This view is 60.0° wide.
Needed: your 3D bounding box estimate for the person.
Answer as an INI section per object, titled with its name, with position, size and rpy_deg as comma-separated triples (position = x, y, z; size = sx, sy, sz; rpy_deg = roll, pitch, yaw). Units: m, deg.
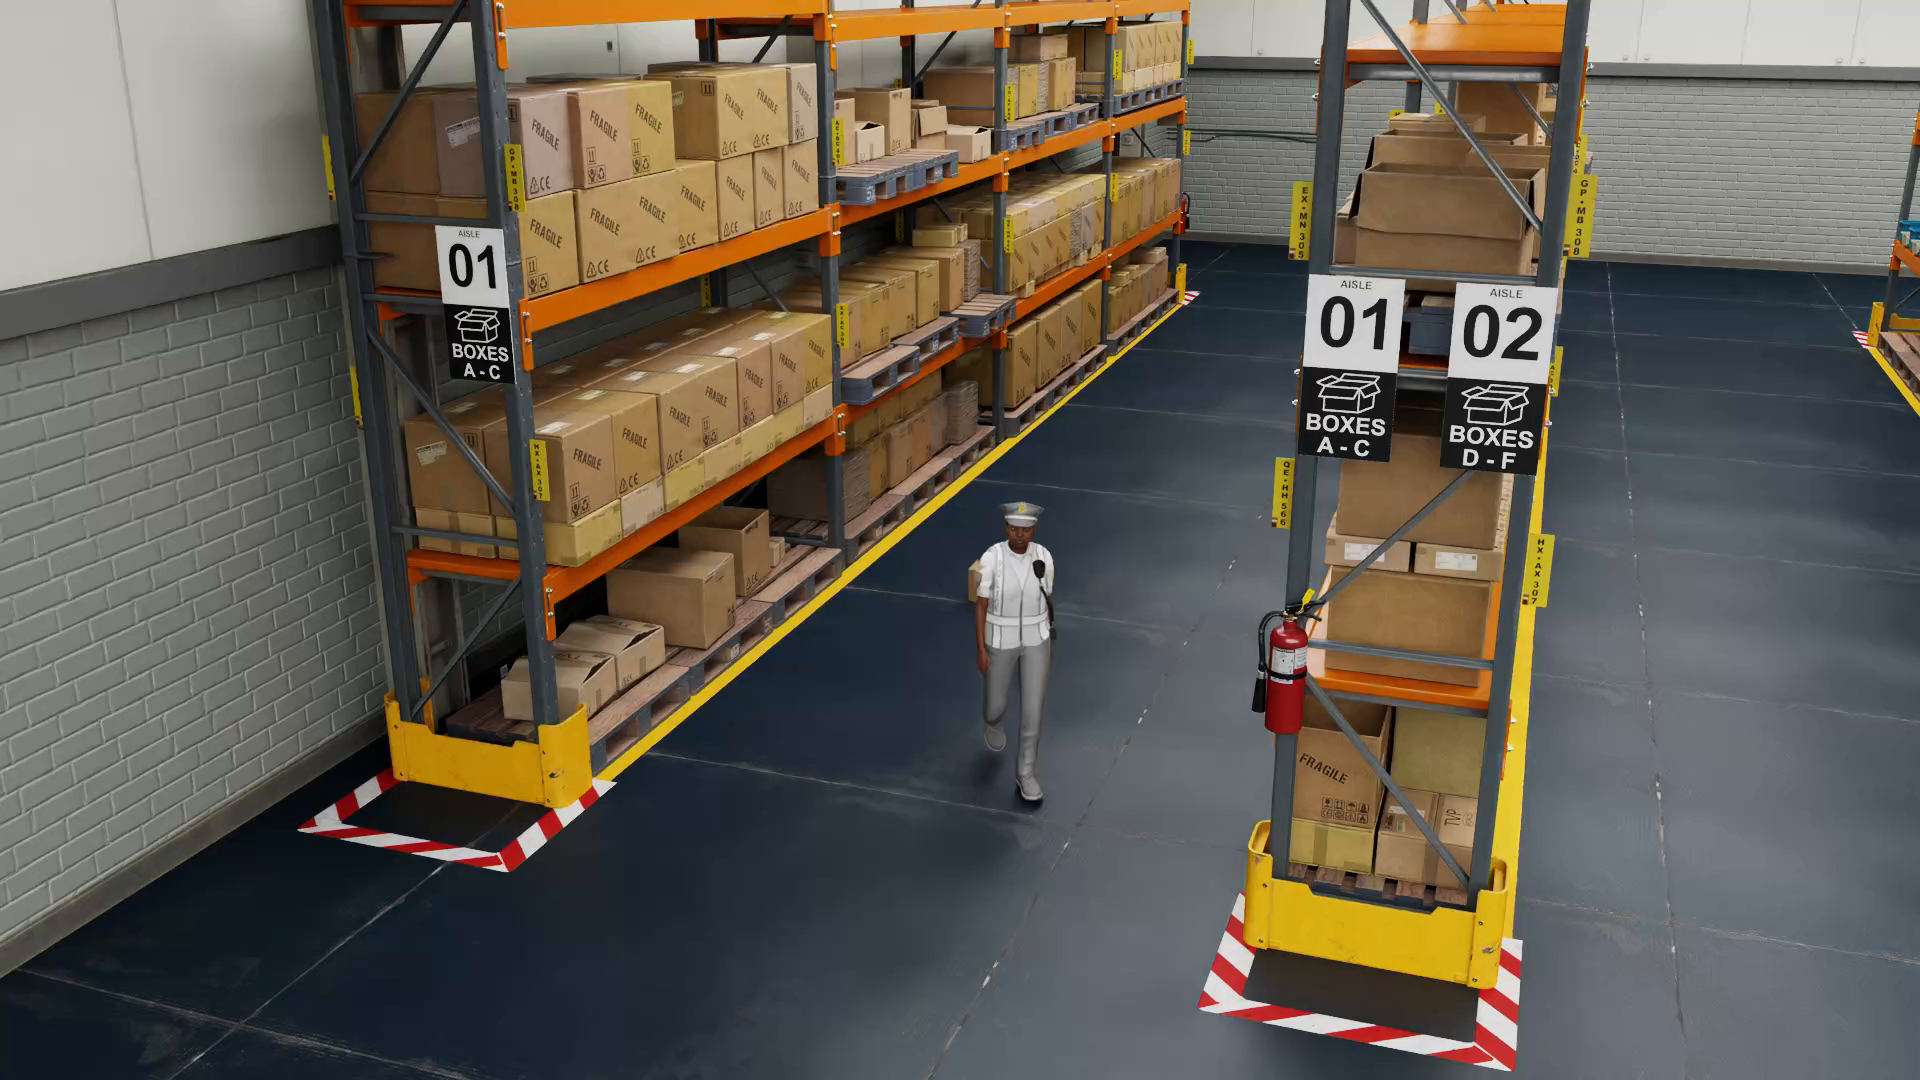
[person]
position = 0.307, 0.557, 9.340
size = 0.458, 1.662, 0.767
rpy_deg = -2, 19, -6
